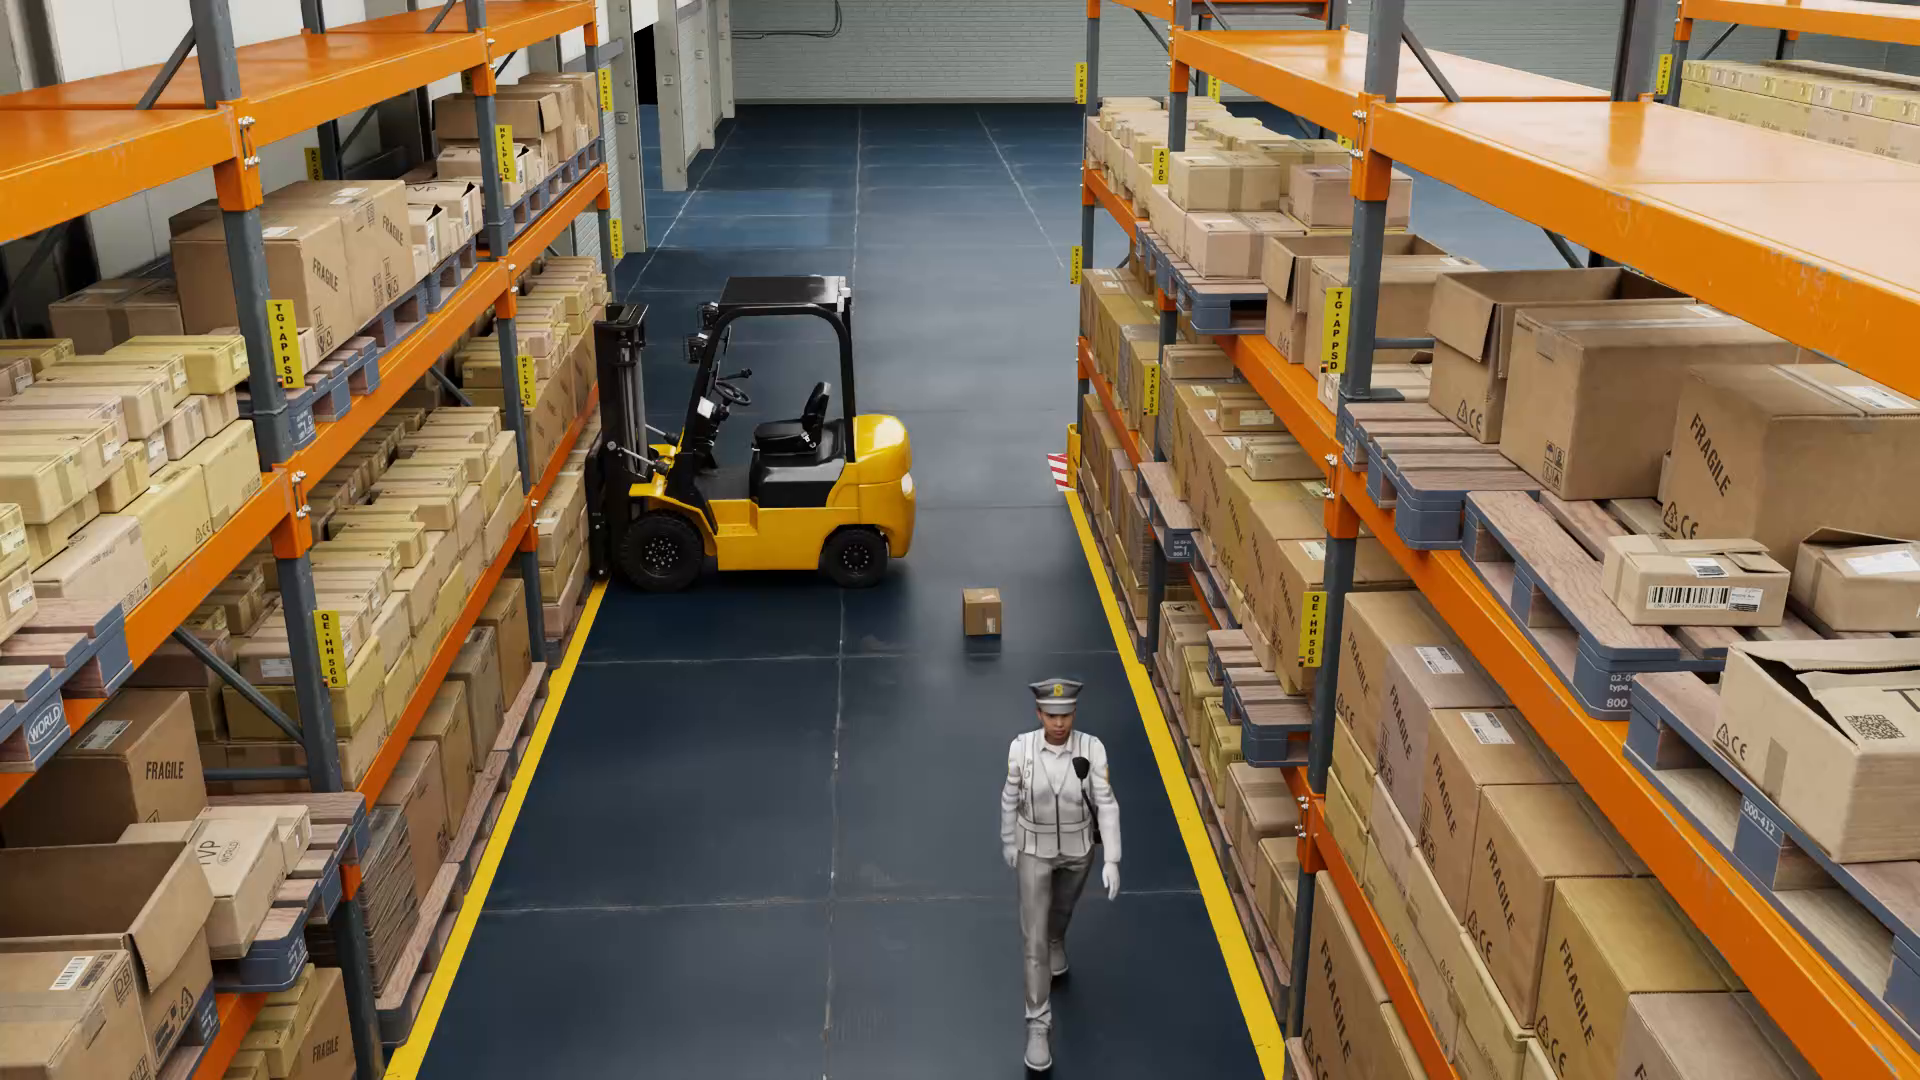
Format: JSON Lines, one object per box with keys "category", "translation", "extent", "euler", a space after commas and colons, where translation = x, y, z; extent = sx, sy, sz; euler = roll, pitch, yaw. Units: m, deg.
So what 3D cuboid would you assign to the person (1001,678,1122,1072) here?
{"category": "person", "translation": [0.449, 1.376, 7.325], "extent": [0.505, 1.630, 0.969], "euler": [-1, 21, -4]}
